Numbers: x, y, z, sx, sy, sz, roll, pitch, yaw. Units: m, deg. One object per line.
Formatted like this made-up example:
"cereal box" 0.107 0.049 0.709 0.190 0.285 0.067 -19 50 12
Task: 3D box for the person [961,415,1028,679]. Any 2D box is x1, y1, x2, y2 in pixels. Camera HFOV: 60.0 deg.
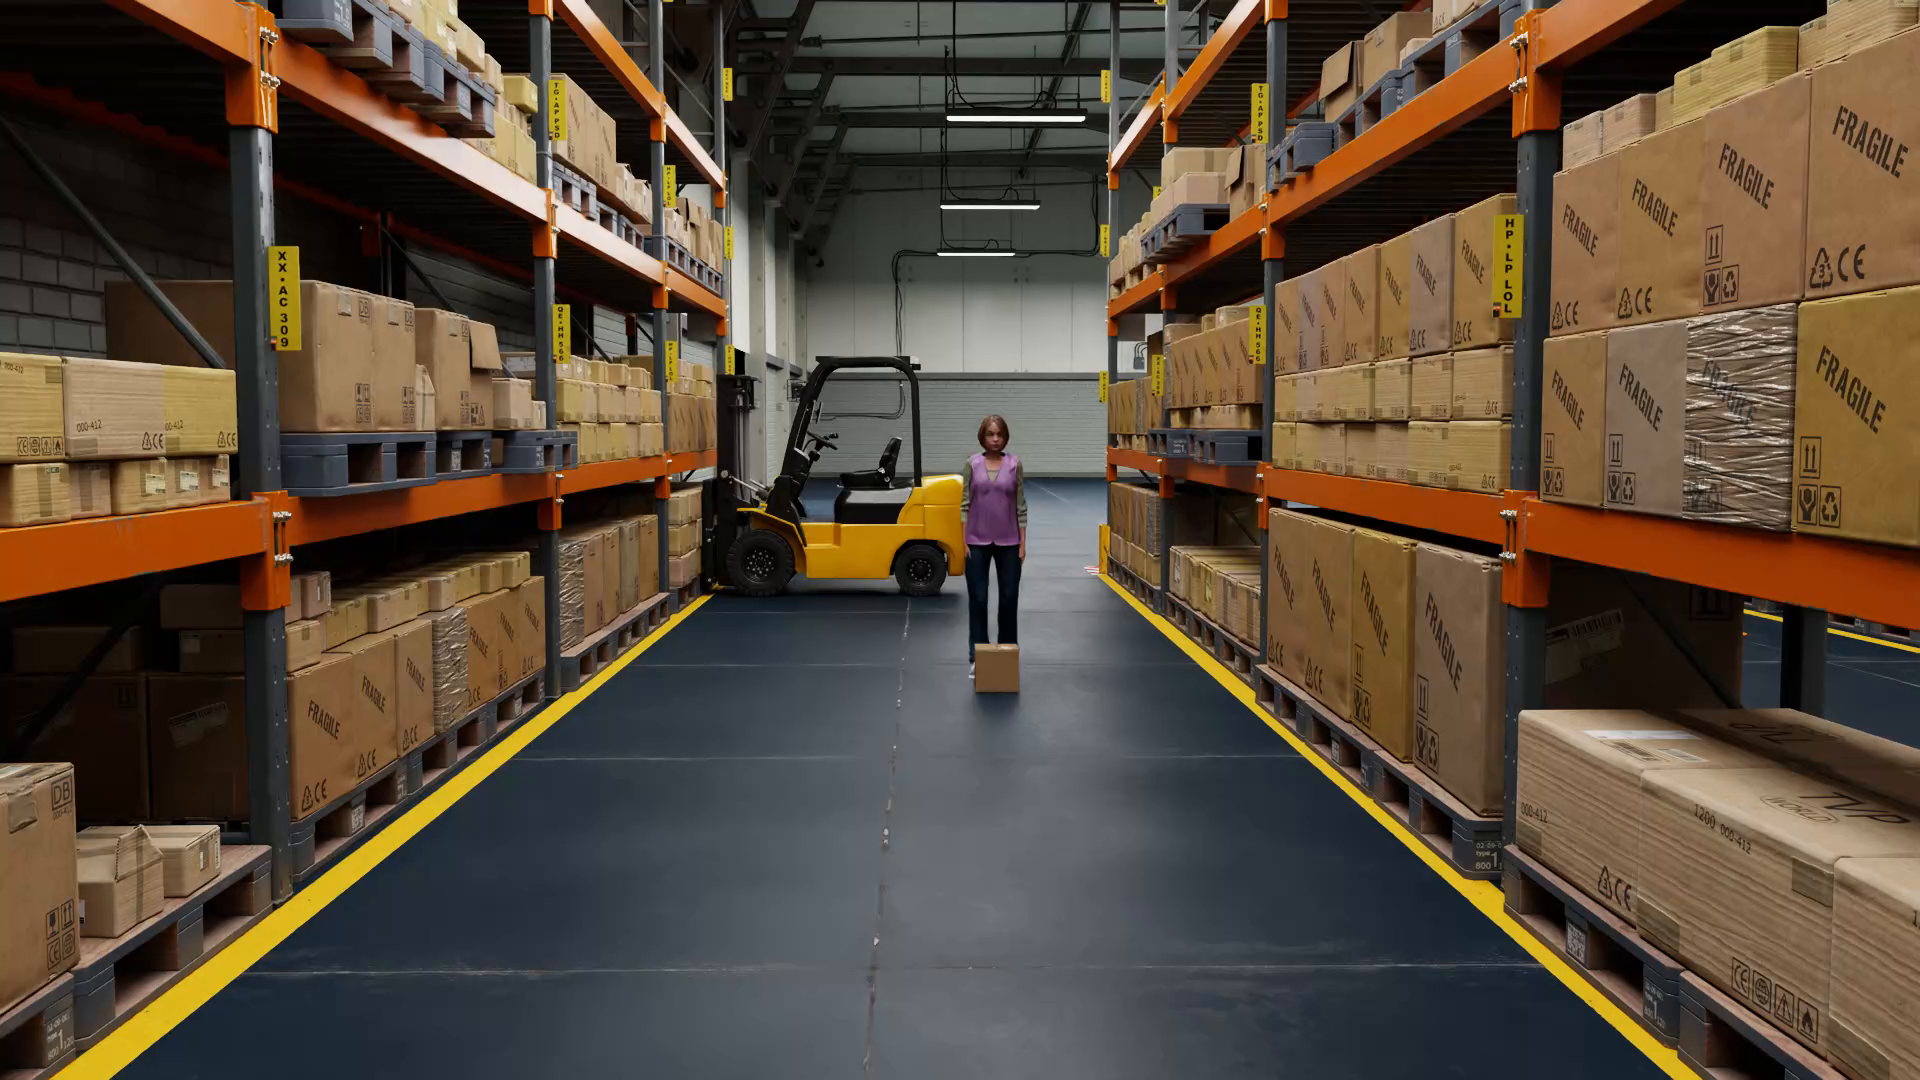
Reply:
"person" 0.209 0.062 10.106 0.411 1.639 0.340 0 4 0
